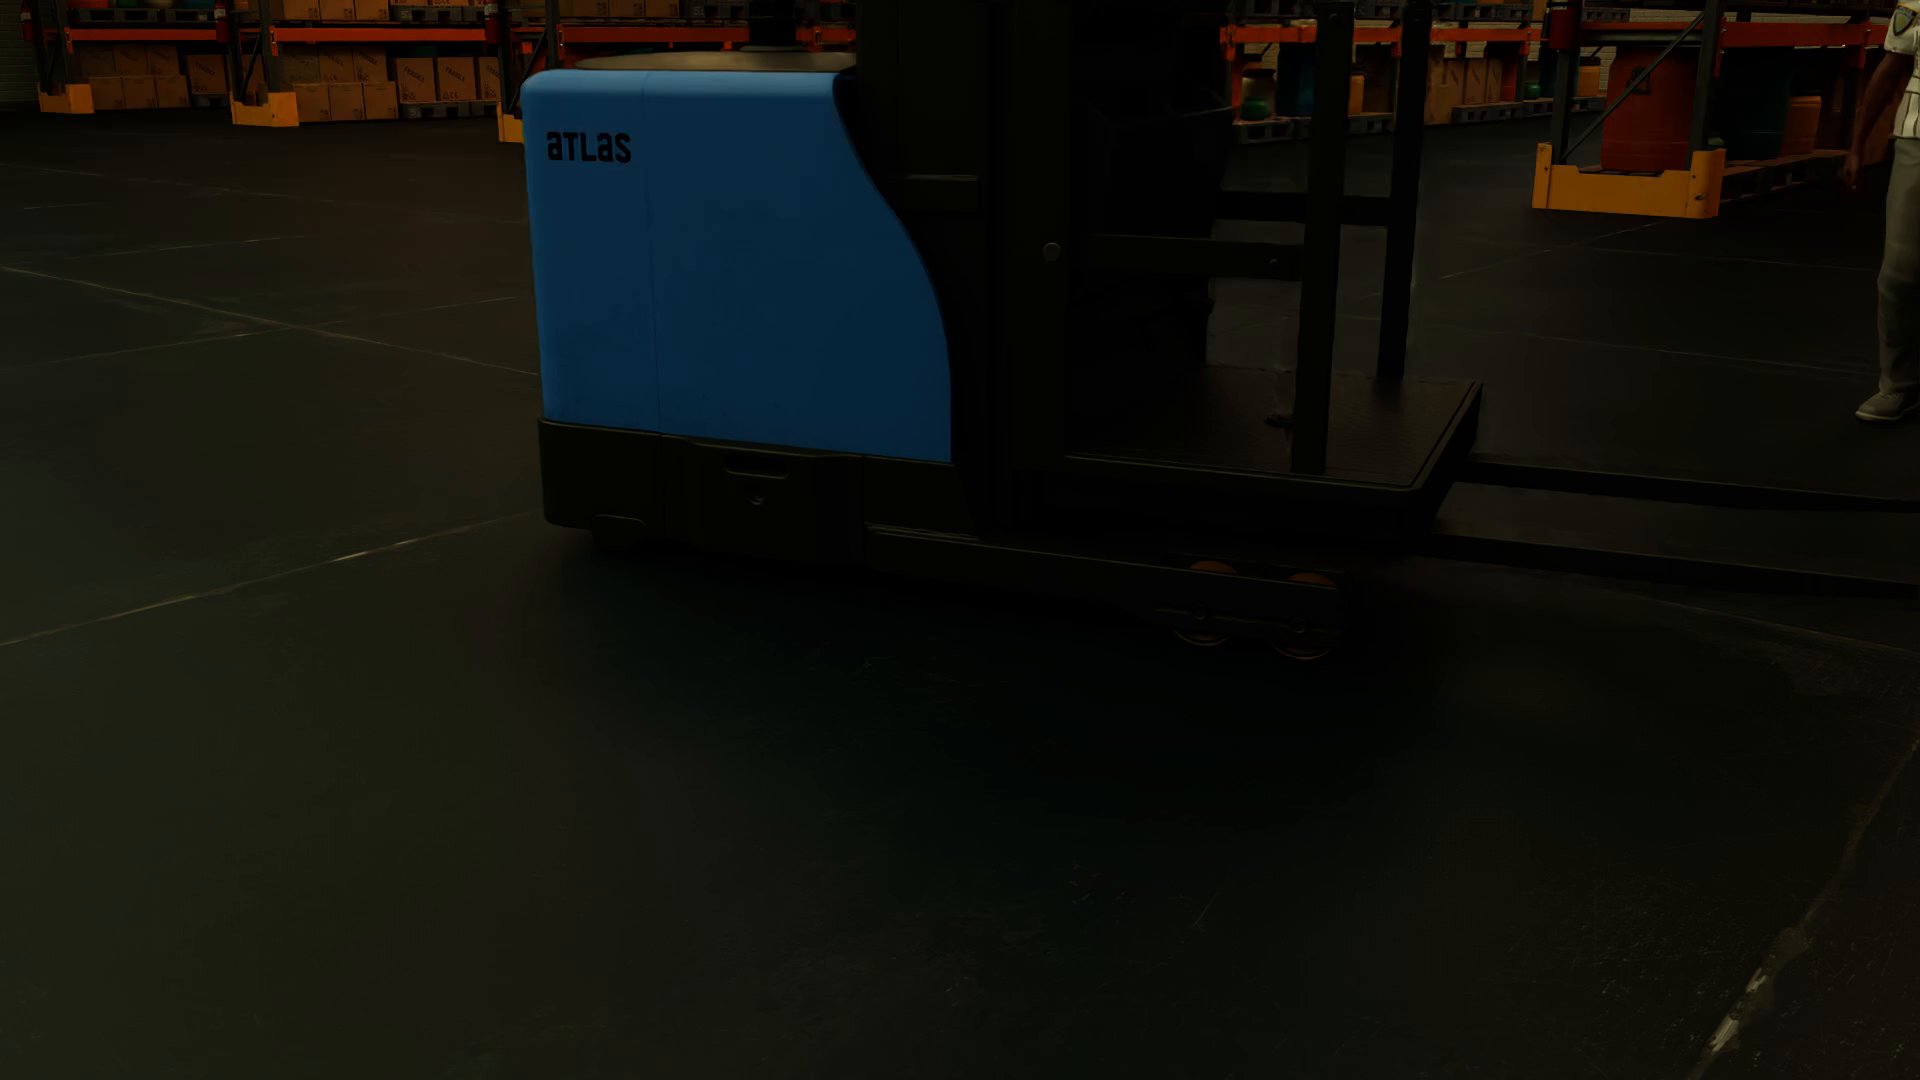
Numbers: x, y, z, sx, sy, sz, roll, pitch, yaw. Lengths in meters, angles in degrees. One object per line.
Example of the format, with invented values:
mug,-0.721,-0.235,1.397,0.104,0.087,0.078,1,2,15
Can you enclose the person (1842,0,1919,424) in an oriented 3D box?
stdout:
person,2.988,-1.135,4.879,0.744,1.634,0.381,14,22,39

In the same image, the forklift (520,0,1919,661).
forklift,0.597,-1.346,3.332,3.031,2.935,1.130,7,18,22
